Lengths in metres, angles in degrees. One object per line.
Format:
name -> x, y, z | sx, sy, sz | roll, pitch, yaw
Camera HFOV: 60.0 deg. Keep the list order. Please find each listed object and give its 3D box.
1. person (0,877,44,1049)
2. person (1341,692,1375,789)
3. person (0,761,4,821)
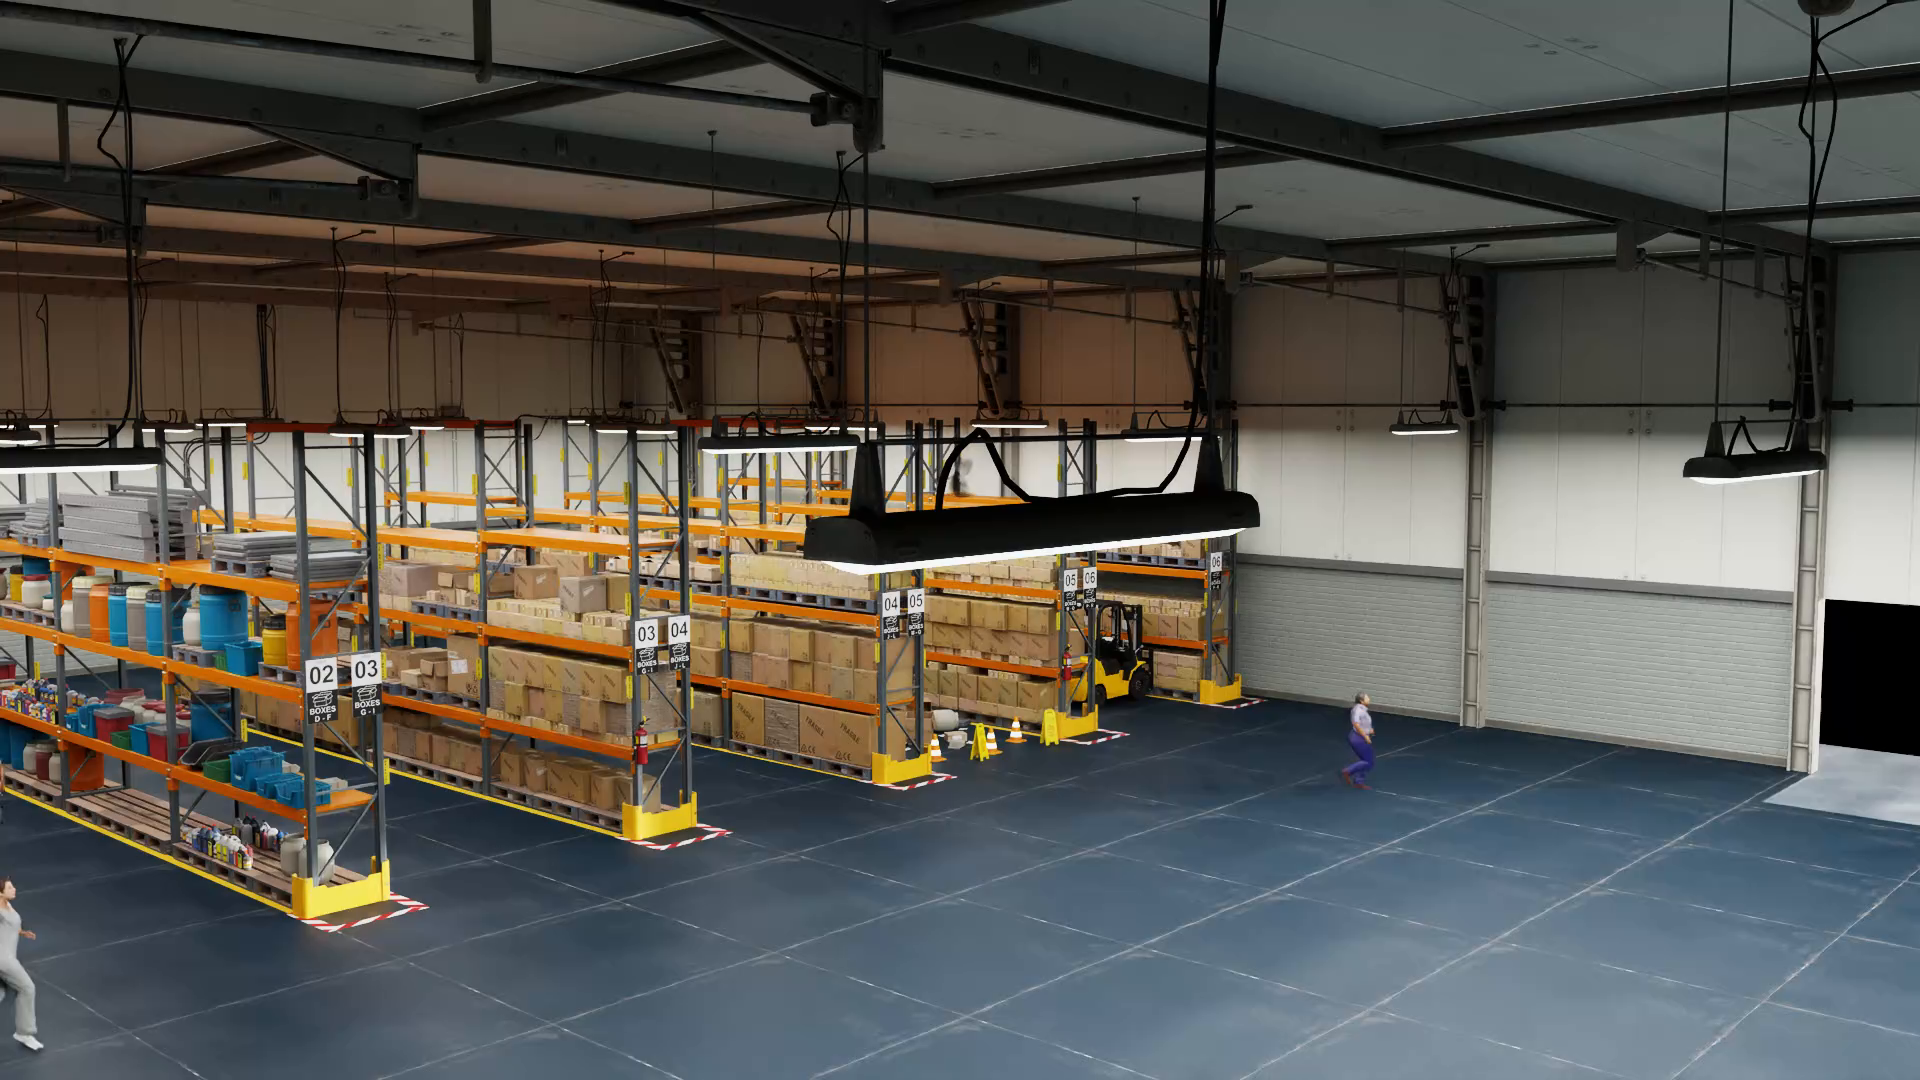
person -> -9.453, 4.176, 16.355 | 0.746, 1.712, 0.563 | -2, 5, -24
person -> 6.551, 3.394, 27.384 | 0.596, 1.437, 0.600 | 0, 5, 1
person -> -13.902, 3.599, 23.663 | 0.571, 1.615, 0.640 | 4, 6, 40
